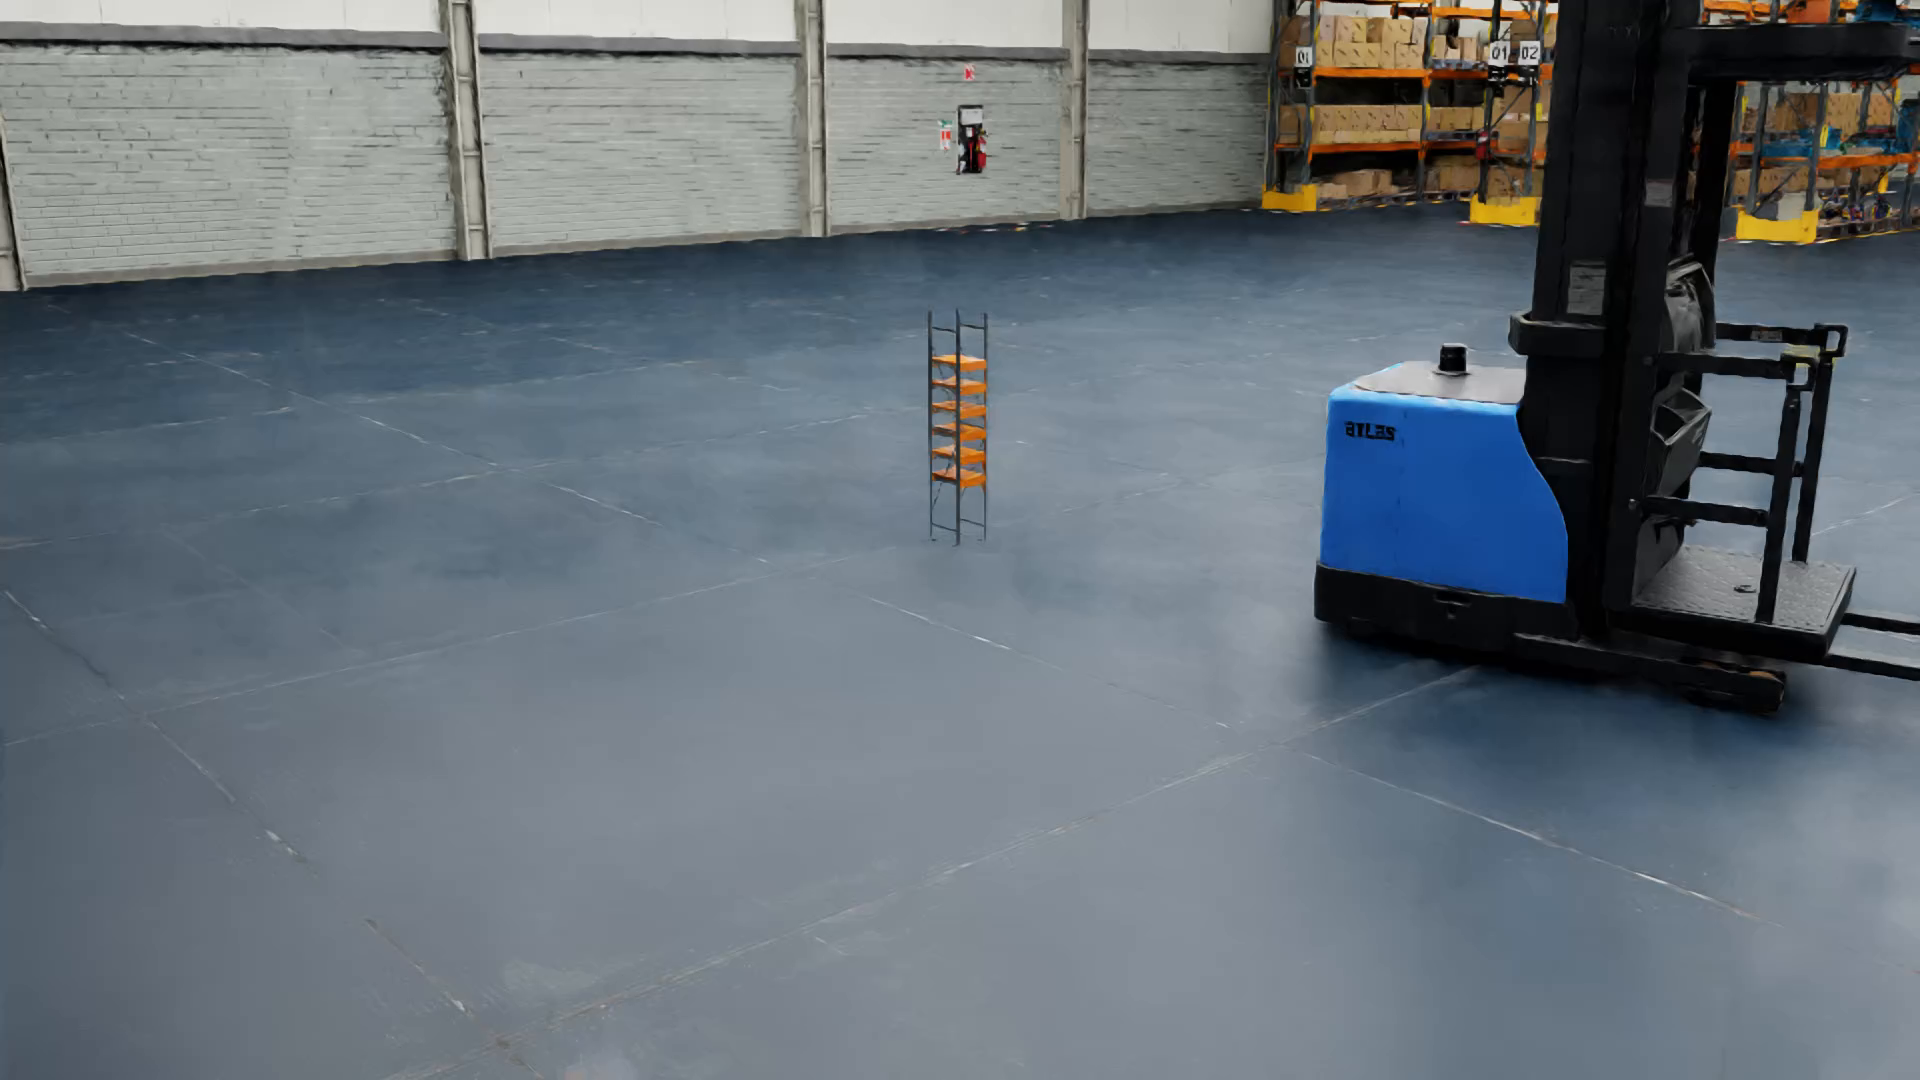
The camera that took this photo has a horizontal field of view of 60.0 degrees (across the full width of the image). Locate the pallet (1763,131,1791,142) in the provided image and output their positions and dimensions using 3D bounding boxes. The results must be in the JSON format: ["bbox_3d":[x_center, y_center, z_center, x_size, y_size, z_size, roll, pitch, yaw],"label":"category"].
[{"bbox_3d":[17.445,-8.856,36.466,1.213,0.211,1.003,-13,19,-39],"label":"pallet"}]

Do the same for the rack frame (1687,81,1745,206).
[{"bbox_3d":[15.981,-8.619,35.204,0.127,3.000,1.000,-13,19,-39],"label":"rack frame"}]

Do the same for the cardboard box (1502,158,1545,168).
[{"bbox_3d":[13.367,-8.846,39.406,0.750,0.750,0.750,-13,20,-40],"label":"cardboard box"}]

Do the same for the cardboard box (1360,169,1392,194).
[{"bbox_3d":[8.952,-7.726,35.854,0.500,0.500,0.500,14,21,43],"label":"cardboard box"}]

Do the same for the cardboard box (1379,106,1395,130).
[{"bbox_3d":[8.796,-8.895,35.038,0.500,0.500,0.500,-13,20,-41],"label":"cardboard box"}]

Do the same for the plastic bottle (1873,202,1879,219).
[{"bbox_3d":[15.675,-5.643,28.475,0.133,0.283,0.061,-11,19,-36],"label":"plastic bottle"}]

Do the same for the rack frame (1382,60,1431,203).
[{"bbox_3d":[9.709,-8.905,36.275,0.127,3.000,1.000,-13,19,-39],"label":"rack frame"}]

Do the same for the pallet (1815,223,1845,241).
[{"bbox_3d":[13.838,-5.110,27.472,1.213,0.211,1.003,-13,19,-39],"label":"pallet"}]

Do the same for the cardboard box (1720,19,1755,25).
[{"bbox_3d":[16.314,-10.672,34.947,0.500,0.500,0.500,-13,19,-39],"label":"cardboard box"}]

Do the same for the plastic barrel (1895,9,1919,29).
[{"bbox_3d":[16.453,-8.796,29.084,0.708,0.901,0.600,-13,19,-39],"label":"plastic barrel"}]

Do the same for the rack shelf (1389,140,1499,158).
[{"bbox_3d":[11.218,-8.896,37.637,4.000,0.370,1.077,-13,19,-39],"label":"rack shelf"}]

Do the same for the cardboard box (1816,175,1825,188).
[{"bbox_3d":[19.457,-8.239,38.140,0.500,0.311,0.500,-13,19,-39],"label":"cardboard box"}]

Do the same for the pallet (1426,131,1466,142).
[{"bbox_3d":[10.381,-8.913,36.679,1.213,0.211,1.003,-13,19,-39],"label":"pallet"}]

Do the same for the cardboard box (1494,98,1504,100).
[{"bbox_3d":[12.898,-10.274,39.138,0.500,0.250,0.500,-12,19,-38],"label":"cardboard box"}]

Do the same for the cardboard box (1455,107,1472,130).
[{"bbox_3d":[11.018,-9.456,37.293,0.500,0.500,0.700,-10,18,-32],"label":"cardboard box"}]

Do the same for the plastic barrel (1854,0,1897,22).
[{"bbox_3d":[15.391,-8.723,27.996,0.708,0.901,0.600,-13,19,-39],"label":"plastic barrel"}]

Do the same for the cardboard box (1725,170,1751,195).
[{"bbox_3d":[16.512,-7.645,35.550,0.500,0.500,0.500,-12,19,-37],"label":"cardboard box"}]

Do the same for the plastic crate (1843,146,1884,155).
[{"bbox_3d":[15.154,-6.524,27.874,0.437,0.136,0.530,-13,19,-39],"label":"plastic crate"}]

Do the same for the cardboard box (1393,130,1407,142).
[{"bbox_3d":[9.169,-8.620,35.461,0.500,0.250,0.500,-13,19,-39],"label":"cardboard box"}]

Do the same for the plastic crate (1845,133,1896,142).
[{"bbox_3d":[15.734,-6.882,28.823,0.504,0.338,0.767,-13,19,-39],"label":"plastic crate"}]

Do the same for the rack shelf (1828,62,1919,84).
[{"bbox_3d":[14.703,-7.739,27.492,4.000,0.370,1.077,-13,19,-39],"label":"rack shelf"}]

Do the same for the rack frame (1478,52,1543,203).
[{"bbox_3d":[9.946,-7.264,30.130,0.127,3.000,1.000,-13,19,-39],"label":"rack frame"}]

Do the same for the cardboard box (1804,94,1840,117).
[{"bbox_3d":[19.539,-9.853,37.693,0.500,0.500,0.500,-12,19,-38],"label":"cardboard box"}]

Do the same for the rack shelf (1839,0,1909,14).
[{"bbox_3d":[20.507,-12.184,38.328,4.000,0.370,1.077,-13,19,-39],"label":"rack shelf"}]

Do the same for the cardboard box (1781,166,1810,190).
[{"bbox_3d":[18.814,-8.162,37.485,0.500,0.500,0.500,-13,20,-40],"label":"cardboard box"}]

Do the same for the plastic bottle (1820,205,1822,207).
[{"bbox_3d":[14.728,-5.718,28.623,0.185,0.351,0.144,-12,19,-37],"label":"plastic bottle"}]

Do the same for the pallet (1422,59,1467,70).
[{"bbox_3d":[10.245,-10.347,36.226,1.003,0.211,1.213,-13,19,-39],"label":"pallet"}]

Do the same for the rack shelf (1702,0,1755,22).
[{"bbox_3d":[14.472,-10.638,33.306,4.000,0.370,1.077,-13,19,-39],"label":"rack shelf"}]

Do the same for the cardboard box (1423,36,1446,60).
[{"bbox_3d":[10.174,-10.682,36.110,0.500,0.500,0.500,-9,18,-32],"label":"cardboard box"}]

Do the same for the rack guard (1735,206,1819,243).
[{"bbox_3d":[13.221,-5.113,26.923,0.348,0.500,1.175,-13,19,-39],"label":"rack guard"}]

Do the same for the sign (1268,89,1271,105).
[{"bbox_3d":[6.342,-9.051,33.965,0.005,0.325,0.100,-13,19,-39],"label":"sign"}]

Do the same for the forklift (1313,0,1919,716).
[{"bbox_3d":[3.053,-0.909,6.474,3.031,2.935,1.130,9,18,32],"label":"forklift"}]

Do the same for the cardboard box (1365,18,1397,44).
[{"bbox_3d":[8.715,-10.572,34.534,0.500,0.500,0.500,-14,20,-41],"label":"cardboard box"}]

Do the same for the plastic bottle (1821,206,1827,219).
[{"bbox_3d":[14.840,-5.629,28.582,0.097,0.201,0.097,0,15,0],"label":"plastic bottle"}]

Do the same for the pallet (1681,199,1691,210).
[{"bbox_3d":[14.414,-6.934,34.301,1.213,0.211,1.003,-13,19,-39],"label":"pallet"}]

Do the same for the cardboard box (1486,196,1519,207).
[{"bbox_3d":[10.157,-6.286,30.987,0.500,0.250,0.500,-13,19,-39],"label":"cardboard box"}]

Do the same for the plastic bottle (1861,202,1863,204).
[{"bbox_3d":[15.441,-5.640,28.462,0.133,0.283,0.061,-13,19,-39],"label":"plastic bottle"}]

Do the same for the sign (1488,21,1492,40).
[{"bbox_3d":[9.600,-9.210,30.044,0.005,0.325,0.100,-13,19,-39],"label":"sign"}]

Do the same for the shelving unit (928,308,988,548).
[{"bbox_3d":[-0.011,-0.577,8.586,0.189,1.200,0.258,-13,19,-39],"label":"shelving unit"}]

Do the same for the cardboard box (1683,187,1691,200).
[{"bbox_3d":[14.590,-7.096,34.019,0.500,0.250,0.500,-12,19,-38],"label":"cardboard box"}]

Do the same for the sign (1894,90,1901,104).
[{"bbox_3d":[22.365,-10.575,39.670,0.005,0.325,0.100,-13,19,-39],"label":"sign"}]

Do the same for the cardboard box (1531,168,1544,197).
[{"bbox_3d":[10.873,-6.633,30.831,0.500,0.500,0.500,-13,19,-39],"label":"cardboard box"}]

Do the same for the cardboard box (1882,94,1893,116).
[{"bbox_3d":[21.861,-10.376,39.653,0.500,0.500,0.500,-13,20,-40],"label":"cardboard box"}]

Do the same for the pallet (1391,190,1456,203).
[{"bbox_3d":[10.295,-7.690,37.130,1.213,0.211,1.003,-13,19,-39],"label":"pallet"}]

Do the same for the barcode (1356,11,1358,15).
[{"bbox_3d":[8.378,-11.120,35.075,0.075,0.075,0.001,-13,19,-39],"label":"barcode"}]

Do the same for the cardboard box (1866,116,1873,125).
[{"bbox_3d":[21.088,-9.721,39.138,0.500,0.500,0.500,-12,19,-39],"label":"cardboard box"}]

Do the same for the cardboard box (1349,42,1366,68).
[{"bbox_3d":[7.925,-9.915,34.013,0.500,0.500,0.500,-12,19,-37],"label":"cardboard box"}]

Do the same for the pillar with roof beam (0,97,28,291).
[{"bbox_3d":[-8.628,-6.509,15.680,0.400,9.000,9.100,-13,19,-39],"label":"pillar with roof beam"}]

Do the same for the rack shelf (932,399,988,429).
[{"bbox_3d":[-0.011,-0.650,8.566,0.180,0.103,0.258,-13,19,-39],"label":"rack shelf"}]

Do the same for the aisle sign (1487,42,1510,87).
[{"bbox_3d":[9.704,-8.566,29.967,0.004,0.787,0.394,-13,19,-39],"label":"aisle sign"}]

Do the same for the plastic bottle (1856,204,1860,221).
[{"bbox_3d":[15.101,-5.515,28.017,0.097,0.271,0.097,0,15,0],"label":"plastic bottle"}]

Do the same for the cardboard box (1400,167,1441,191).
[{"bbox_3d":[10.253,-8.038,37.020,0.500,0.500,0.700,-12,19,-38],"label":"cardboard box"}]
